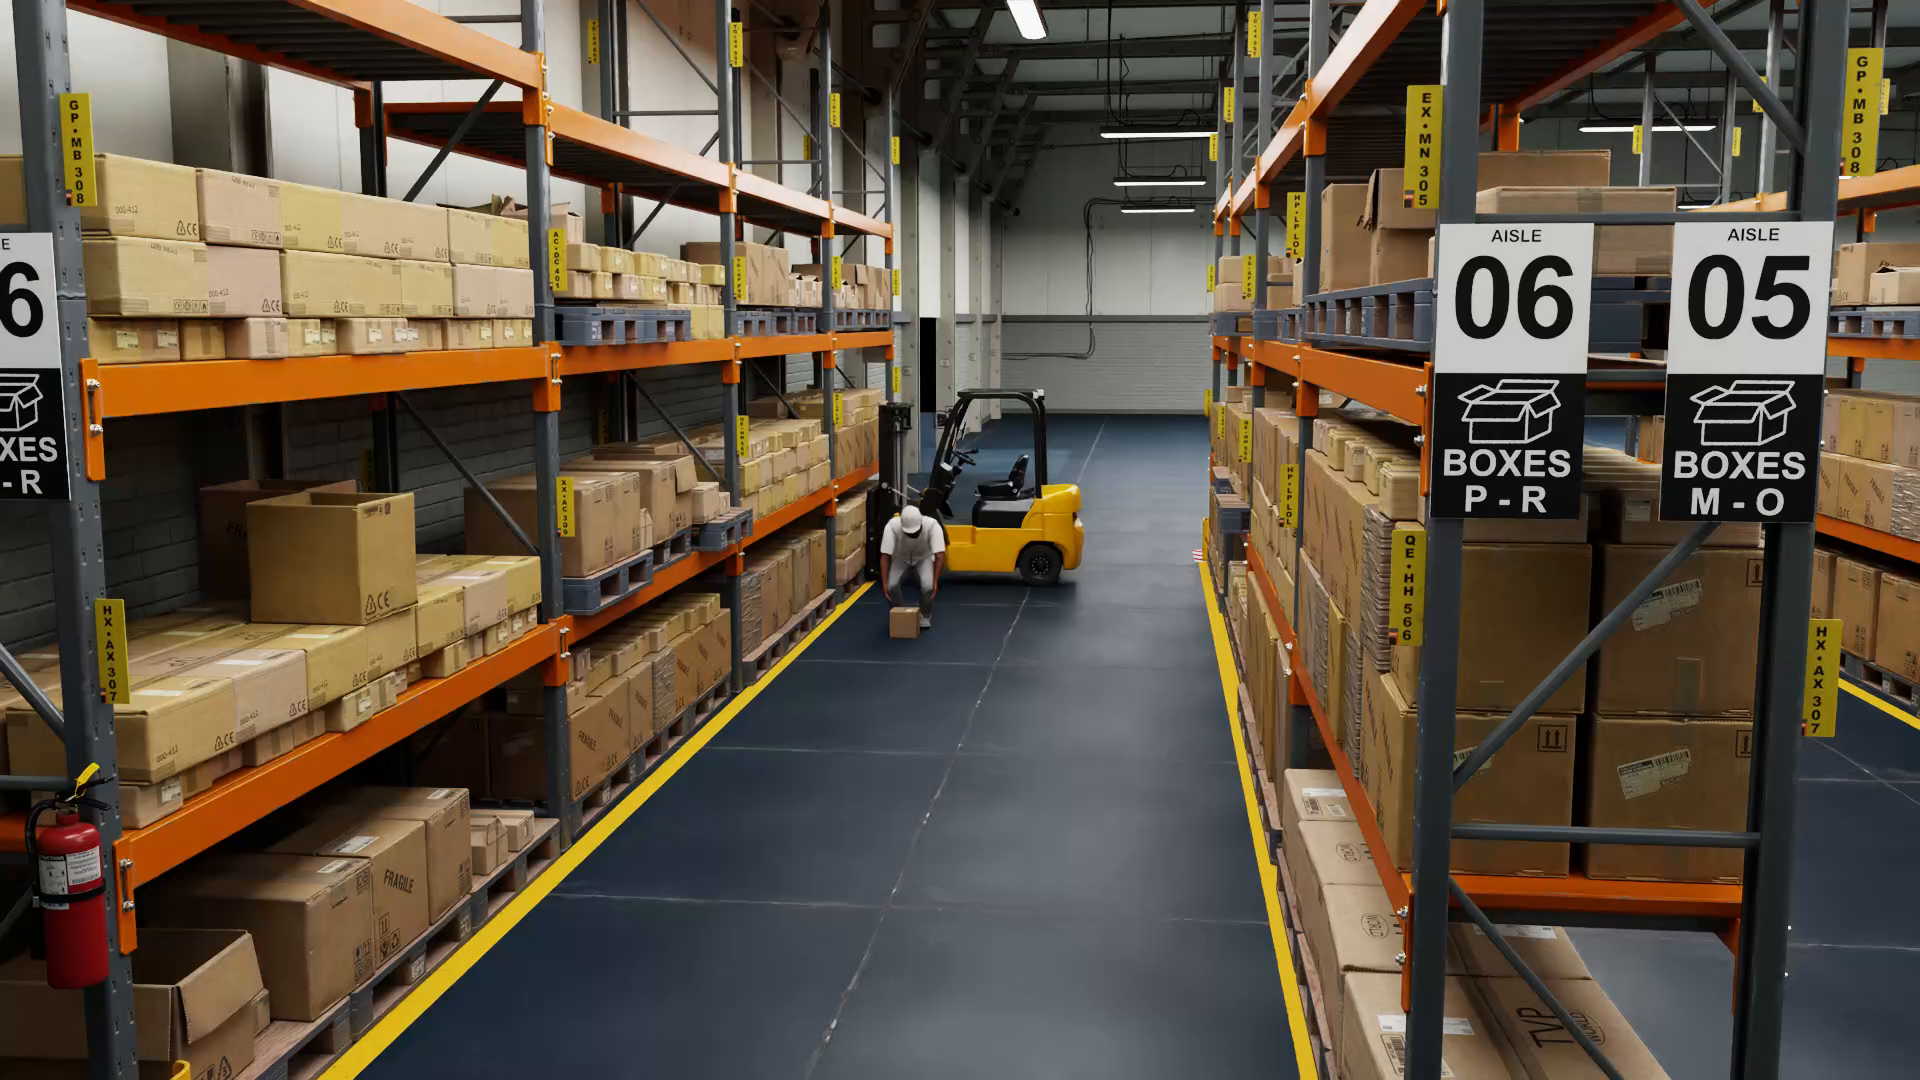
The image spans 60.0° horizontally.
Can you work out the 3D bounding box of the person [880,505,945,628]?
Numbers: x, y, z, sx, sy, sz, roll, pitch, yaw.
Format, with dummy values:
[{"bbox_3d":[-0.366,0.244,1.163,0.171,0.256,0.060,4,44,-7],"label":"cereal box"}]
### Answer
[{"bbox_3d":[-0.437,0.243,15.935,0.622,1.224,0.827,1,8,6],"label":"person"}]
